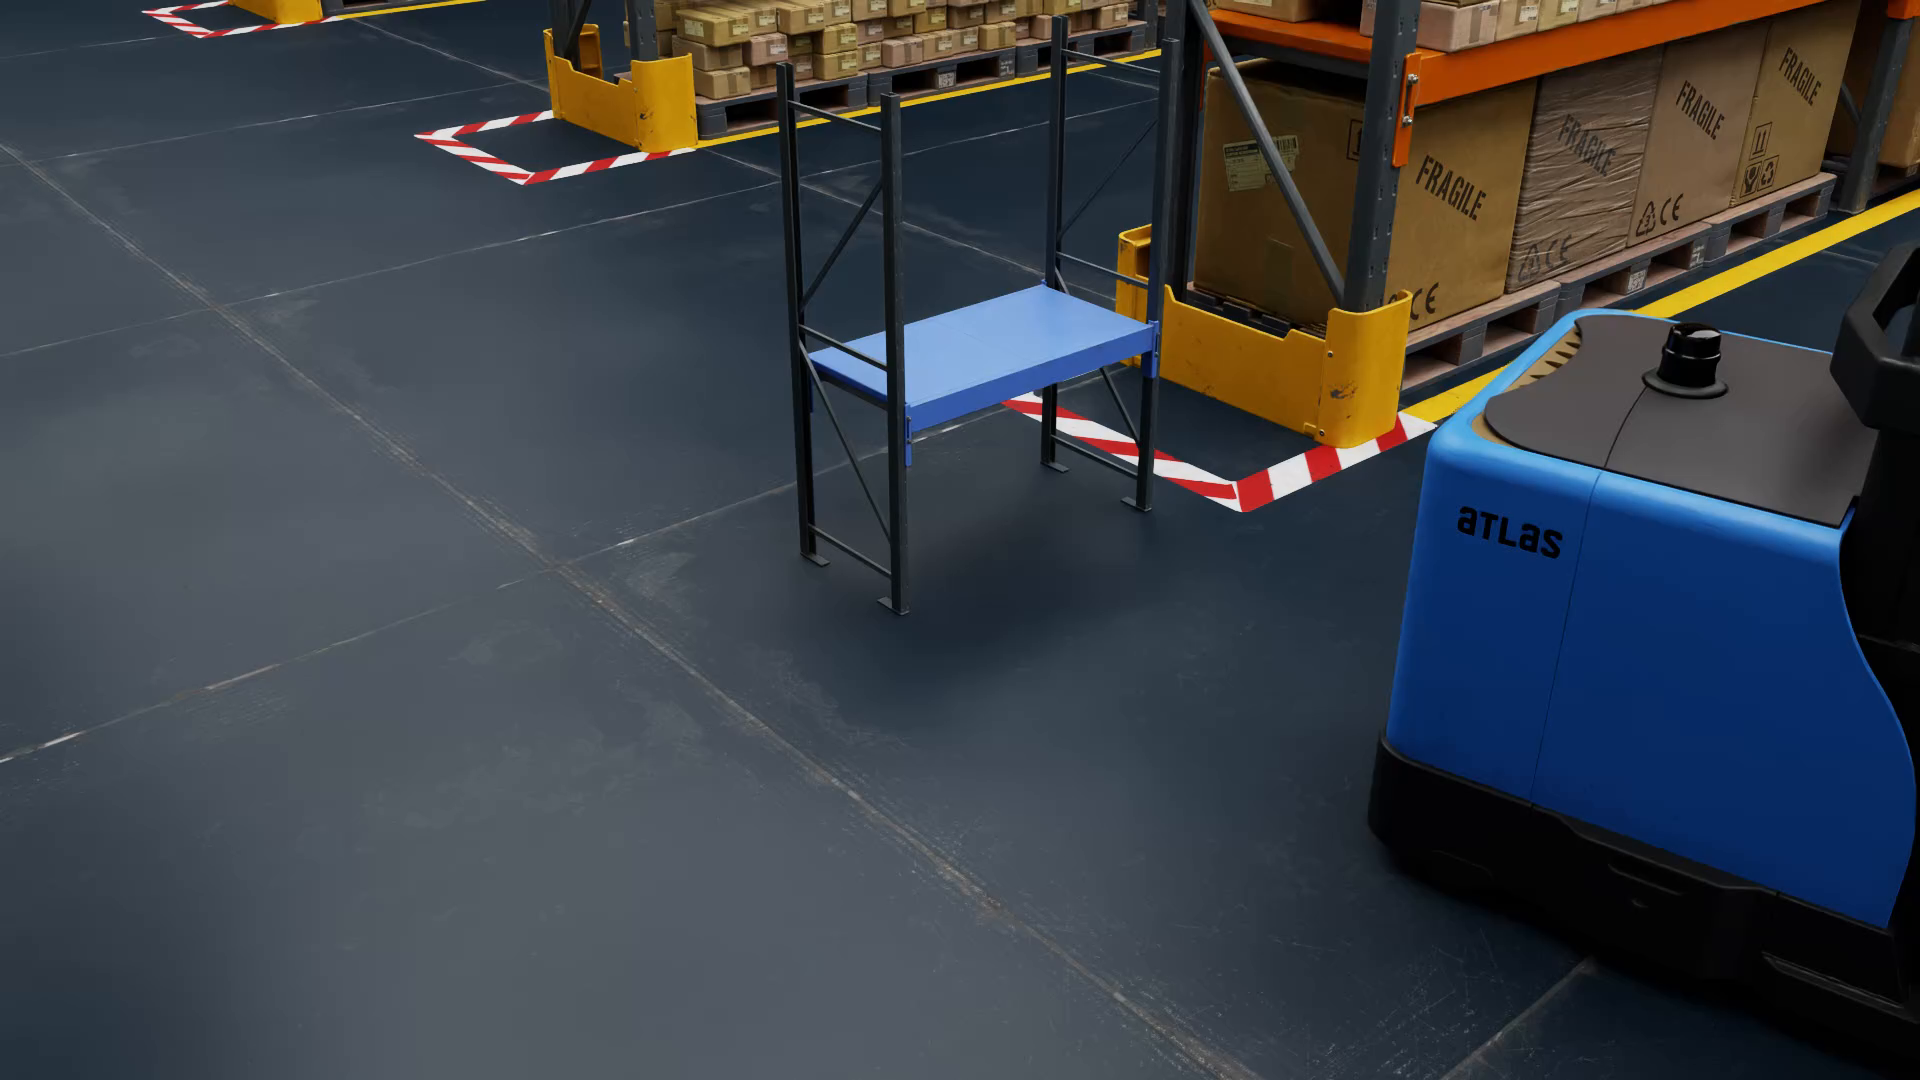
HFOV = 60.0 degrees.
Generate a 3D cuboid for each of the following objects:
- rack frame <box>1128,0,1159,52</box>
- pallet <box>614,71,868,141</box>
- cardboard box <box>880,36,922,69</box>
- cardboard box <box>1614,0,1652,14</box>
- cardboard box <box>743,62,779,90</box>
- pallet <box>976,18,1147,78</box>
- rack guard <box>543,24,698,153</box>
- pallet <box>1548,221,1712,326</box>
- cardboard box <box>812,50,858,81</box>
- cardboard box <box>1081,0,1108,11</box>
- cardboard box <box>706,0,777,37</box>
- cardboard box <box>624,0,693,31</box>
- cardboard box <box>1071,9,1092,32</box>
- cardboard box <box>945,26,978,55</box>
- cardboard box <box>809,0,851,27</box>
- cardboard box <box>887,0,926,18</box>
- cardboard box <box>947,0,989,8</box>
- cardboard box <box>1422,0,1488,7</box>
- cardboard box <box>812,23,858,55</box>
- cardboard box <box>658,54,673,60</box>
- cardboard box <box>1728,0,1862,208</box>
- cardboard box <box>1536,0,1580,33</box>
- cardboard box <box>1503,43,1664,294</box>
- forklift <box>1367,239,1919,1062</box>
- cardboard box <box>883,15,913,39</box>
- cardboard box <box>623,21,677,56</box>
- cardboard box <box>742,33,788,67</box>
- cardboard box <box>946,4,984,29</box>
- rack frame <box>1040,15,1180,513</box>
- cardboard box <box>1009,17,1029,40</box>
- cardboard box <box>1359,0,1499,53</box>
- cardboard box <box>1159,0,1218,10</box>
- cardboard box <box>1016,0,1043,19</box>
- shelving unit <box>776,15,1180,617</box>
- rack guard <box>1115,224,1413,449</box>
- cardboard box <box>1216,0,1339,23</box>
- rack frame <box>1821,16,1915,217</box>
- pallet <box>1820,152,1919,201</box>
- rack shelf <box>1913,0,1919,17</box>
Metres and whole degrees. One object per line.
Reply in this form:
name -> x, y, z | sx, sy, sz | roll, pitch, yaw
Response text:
rack frame -> 1.011, -4.933, 11.298 | 0.127, 3.000, 1.000 | -22, 35, -35
pallet -> -1.333, -2.739, 10.151 | 1.213, 0.211, 1.003 | -22, 35, -35
cardboard box -> -0.451, -3.067, 10.385 | 0.250, 0.149, 0.380 | -24, 36, -37
cardboard box -> 2.375, -2.095, 6.253 | 0.250, 0.149, 0.380 | -23, 36, -36
cardboard box -> -1.279, -2.792, 9.872 | 0.250, 0.149, 0.380 | -22, 35, -35
pallet -> 0.523, -3.485, 11.548 | 1.213, 0.211, 1.003 | -22, 35, -35
rack guard -> -1.974, -2.630, 9.641 | 0.348, 0.500, 1.175 | -22, 35, -35
pallet -> 2.596, -1.314, 7.485 | 1.213, 0.211, 1.003 | -22, 35, -35
cardboard box -> -0.829, -2.910, 10.091 | 0.250, 0.149, 0.380 | -21, 35, -34
cardboard box -> 0.780, -3.695, 11.244 | 0.250, 0.149, 0.380 | -24, 36, -37
cardboard box -> -1.281, -3.066, 9.752 | 0.250, 0.149, 0.380 | -21, 35, -34
cardboard box -> -1.793, -3.153, 9.915 | 0.250, 0.149, 0.380 | -21, 35, -34
cardboard box -> 0.682, -3.569, 11.326 | 0.250, 0.149, 0.380 | -21, 34, -34
cardboard box -> -0.095, -3.247, 10.722 | 0.250, 0.149, 0.380 | -21, 35, -34
cardboard box -> -0.871, -3.202, 10.008 | 0.250, 0.149, 0.380 | -24, 36, -37
cardboard box -> -0.424, -3.348, 10.280 | 0.250, 0.149, 0.380 | -21, 35, -34
cardboard box -> -0.035, -3.496, 10.557 | 0.250, 0.149, 0.380 | -23, 36, -37
cardboard box -> 1.651, -2.015, 5.682 | 0.500, 0.250, 0.500 | -23, 36, -36
cardboard box -> -0.827, -3.046, 10.032 | 0.250, 0.149, 0.380 | -21, 34, -33
cardboard box -> -1.767, -2.873, 10.023 | 0.250, 0.149, 0.380 | -21, 35, -34
cardboard box -> 3.600, -2.199, 7.990 | 0.875, 0.875, 0.875 | -22, 35, -35
cardboard box -> 1.984, -1.937, 5.959 | 0.250, 0.149, 0.380 | -23, 36, -36
cardboard box -> 2.238, -1.651, 6.966 | 0.875, 0.875, 0.875 | -22, 35, -35
forklift -> 2.442, -0.342, 2.780 | 3.031, 2.935, 1.130 | 19, 33, 31
cardboard box -> -0.508, -3.260, 10.430 | 0.250, 0.149, 0.380 | -20, 34, -32
cardboard box -> -1.815, -3.032, 10.005 | 0.250, 0.149, 0.380 | -23, 36, -36
cardboard box -> -1.222, -2.900, 9.758 | 0.250, 0.149, 0.380 | -22, 35, -35
cardboard box -> -0.065, -3.405, 10.703 | 0.250, 0.149, 0.380 | -24, 36, -37
rack frame -> 0.452, -0.843, 5.236 | 0.032, 1.500, 0.500 | -22, 35, -35
cardboard box -> 0.244, -3.428, 11.062 | 0.250, 0.149, 0.380 | -23, 36, -36
cardboard box -> 1.595, -1.780, 5.664 | 0.250, 0.149, 0.380 | -21, 35, -34
cardboard box -> 1.746, -4.147, 12.034 | 0.500, 0.500, 0.500 | -20, 34, -33
cardboard box -> 0.333, -3.565, 11.002 | 0.250, 0.149, 0.380 | -22, 35, -34
shelving unit -> 0.065, -0.688, 4.945 | 1.048, 1.500, 0.538 | -22, 35, -35
rack guard -> 1.092, -0.790, 6.198 | 0.348, 0.500, 1.175 | -22, 35, -35
cardboard box -> 1.168, -2.016, 6.107 | 0.250, 0.149, 0.380 | -21, 35, -34
rack frame -> 4.154, -3.124, 7.913 | 0.127, 3.000, 1.000 | -22, 35, -35
pallet -> 4.692, -2.157, 9.062 | 1.213, 0.211, 1.003 | -22, 35, -35
rack shelf -> 5.675, -3.418, 9.227 | 4.000, 0.370, 1.077 | -22, 35, -35
